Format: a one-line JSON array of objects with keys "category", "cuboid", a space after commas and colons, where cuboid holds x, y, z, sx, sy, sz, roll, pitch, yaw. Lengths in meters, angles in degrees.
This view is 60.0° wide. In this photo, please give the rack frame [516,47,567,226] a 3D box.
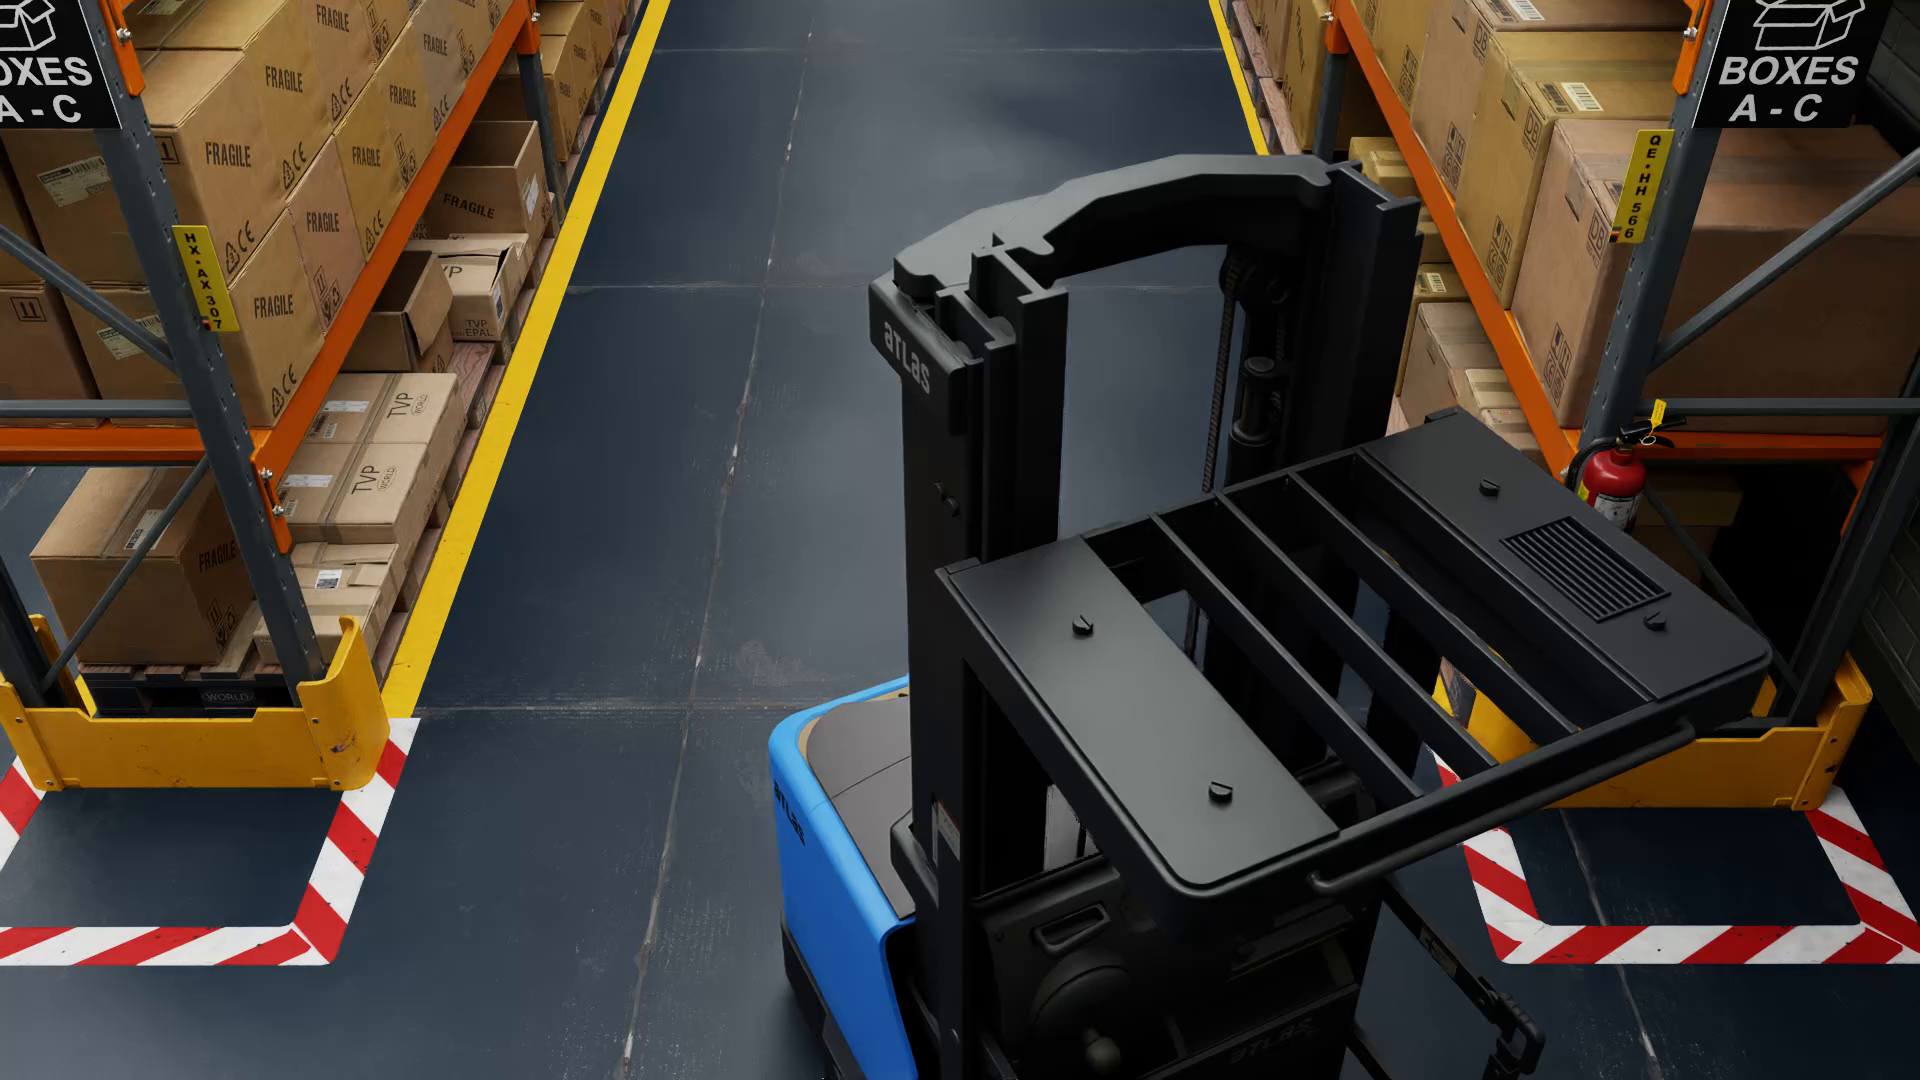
[{"category": "rack frame", "cuboid": [-2.612, -2.875, 7.939, 1.000, 3.000, 0.127, 0, 39, 0]}]

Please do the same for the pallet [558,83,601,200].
[{"category": "pallet", "cuboid": [-2.650, -2.295, 9.446, 1.003, 0.211, 1.213, 0, 39, 0]}]

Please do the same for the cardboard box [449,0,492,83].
[{"category": "cardboard box", "cuboid": [-2.352, -2.279, 7.115, 0.500, 0.500, 0.500, 1, 39, 1]}]

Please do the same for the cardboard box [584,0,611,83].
[{"category": "cardboard box", "cuboid": [-2.373, -3.020, 9.767, 0.500, 0.500, 0.500, 0, 39, 0]}]

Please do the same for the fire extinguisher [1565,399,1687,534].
[{"category": "fire extinguisher", "cuboid": [1.885, -0.109, 4.848, 0.296, 0.674, 0.183, 0, 39, 0]}]

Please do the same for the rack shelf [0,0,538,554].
[{"category": "rack shelf", "cuboid": [-2.609, -1.344, 6.603, 1.077, 0.370, 4.000, 0, 39, 0]}]

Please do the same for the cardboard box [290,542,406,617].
[{"category": "cardboard box", "cuboid": [-2.264, 0.142, 6.088, 0.380, 0.166, 0.250, 0, 39, 0]}]

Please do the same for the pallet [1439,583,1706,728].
[{"category": "pallet", "cuboid": [2.268, 0.209, 6.321, 1.003, 0.211, 1.213, 0, 39, 0]}]

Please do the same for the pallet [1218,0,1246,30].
[{"category": "pallet", "cuboid": [2.263, -3.801, 11.324, 1.003, 0.211, 1.213, 0, 39, 0]}]

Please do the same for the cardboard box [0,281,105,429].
[{"category": "cardboard box", "cuboid": [-2.880, -0.692, 5.135, 0.500, 0.500, 0.500, 1, 39, 1]}]

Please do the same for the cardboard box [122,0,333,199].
[{"category": "cardboard box", "cuboid": [-2.352, -1.407, 5.228, 0.500, 0.500, 0.500, 0, 39, 0]}]

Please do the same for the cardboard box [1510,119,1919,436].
[{"category": "cardboard box", "cuboid": [2.336, -0.815, 5.129, 0.980, 0.700, 0.700, 2, 39, 2]}]

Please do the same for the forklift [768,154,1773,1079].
[{"category": "forklift", "cuboid": [0.579, 0.870, 3.320, 1.130, 2.935, 3.031, -17, 42, -20]}]

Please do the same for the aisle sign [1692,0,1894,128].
[{"category": "aisle sign", "cuboid": [2.047, -1.349, 3.955, 0.394, 0.787, 0.004, 0, 39, 0]}]

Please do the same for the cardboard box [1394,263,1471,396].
[{"category": "cardboard box", "cuboid": [2.236, -0.966, 7.220, 0.700, 0.500, 0.500, 1, 39, 1]}]

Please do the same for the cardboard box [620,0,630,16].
[{"category": "cardboard box", "cuboid": [-2.380, -3.664, 10.571, 0.500, 0.500, 0.500, -1, 39, -2]}]

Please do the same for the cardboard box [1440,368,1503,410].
[{"category": "cardboard box", "cuboid": [2.245, -0.318, 6.412, 0.700, 0.500, 0.500, 0, 39, 0]}]

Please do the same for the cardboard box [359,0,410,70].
[{"category": "cardboard box", "cuboid": [-2.349, -2.038, 6.015, 0.500, 0.500, 0.500, 0, 39, 0]}]

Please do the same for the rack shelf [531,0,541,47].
[{"category": "rack shelf", "cuboid": [-2.614, -3.845, 9.724, 1.077, 0.370, 4.000, 0, 39, 0]}]

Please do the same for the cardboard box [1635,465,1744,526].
[{"category": "cardboard box", "cuboid": [2.446, -0.181, 5.721, 0.380, 0.149, 0.250, 0, 39, 0]}]

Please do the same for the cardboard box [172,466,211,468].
[{"category": "cardboard box", "cuboid": [-2.825, -0.406, 6.705, 0.500, 0.250, 0.500, 0, 39, 0]}]

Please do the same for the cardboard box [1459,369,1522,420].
[{"category": "cardboard box", "cuboid": [2.063, -0.499, 6.118, 0.380, 0.149, 0.250, 1, 39, 1]}]

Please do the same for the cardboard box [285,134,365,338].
[{"category": "cardboard box", "cuboid": [-2.350, -1.013, 5.535, 0.500, 0.500, 0.500, 0, 39, 0]}]

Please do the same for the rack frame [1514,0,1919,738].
[{"category": "rack frame", "cuboid": [2.347, -0.379, 4.825, 1.000, 3.000, 0.127, 0, 39, 0]}]

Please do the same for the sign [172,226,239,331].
[{"category": "sign", "cuboid": [-2.064, -0.712, 4.547, 0.100, 0.325, 0.005, 0, 39, 0]}]

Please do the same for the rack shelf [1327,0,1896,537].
[{"category": "rack shelf", "cuboid": [2.344, -1.349, 6.610, 1.077, 0.370, 4.000, 0, 39, 0]}]

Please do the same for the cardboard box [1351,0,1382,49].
[{"category": "cardboard box", "cuboid": [2.326, -2.659, 7.429, 0.980, 0.700, 0.700, 1, 39, 1]}]

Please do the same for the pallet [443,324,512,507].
[{"category": "pallet", "cuboid": [-2.607, -0.592, 7.321, 1.003, 0.211, 1.213, 0, 39, 0]}]

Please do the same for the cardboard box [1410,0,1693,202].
[{"category": "cardboard box", "cuboid": [2.332, -1.747, 6.292, 0.980, 0.700, 0.700, -2, 39, -2]}]

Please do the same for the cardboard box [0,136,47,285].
[{"category": "cardboard box", "cuboid": [-2.882, -1.081, 4.821, 0.500, 0.500, 0.500, 0, 39, 0]}]

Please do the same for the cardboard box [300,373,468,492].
[{"category": "cardboard box", "cuboid": [-2.325, -0.438, 6.745, 0.500, 0.250, 0.500, 0, 39, 0]}]

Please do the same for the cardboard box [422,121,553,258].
[{"category": "cardboard box", "cuboid": [-2.327, -1.715, 8.139, 0.500, 0.500, 0.500, 0, 39, 0]}]

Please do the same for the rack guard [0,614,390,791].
[{"category": "rack guard", "cuboid": [-2.607, 0.554, 5.658, 1.175, 0.500, 0.348, 0, 39, 0]}]

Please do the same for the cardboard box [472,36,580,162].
[{"category": "cardboard box", "cuboid": [-2.368, -2.374, 8.961, 0.500, 0.500, 0.500, -2, 39, -2]}]

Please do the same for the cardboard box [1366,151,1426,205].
[{"category": "cardboard box", "cuboid": [2.058, -1.640, 7.543, 0.380, 0.149, 0.250, 1, 39, 1]}]

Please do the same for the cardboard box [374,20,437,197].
[{"category": "cardboard box", "cuboid": [-2.346, -1.639, 6.317, 0.500, 0.500, 0.500, 0, 39, 1]}]

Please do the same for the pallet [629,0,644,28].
[{"category": "pallet", "cuboid": [-2.653, -3.821, 11.350, 1.003, 0.211, 1.213, 0, 39, 0]}]

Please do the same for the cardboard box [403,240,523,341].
[{"category": "cardboard box", "cuboid": [-2.326, -1.172, 7.612, 0.500, 0.311, 0.500, 0, 39, 0]}]

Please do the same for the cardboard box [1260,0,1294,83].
[{"category": "cardboard box", "cuboid": [2.207, -3.168, 9.688, 0.750, 0.750, 0.750, 1, 39, 1]}]
